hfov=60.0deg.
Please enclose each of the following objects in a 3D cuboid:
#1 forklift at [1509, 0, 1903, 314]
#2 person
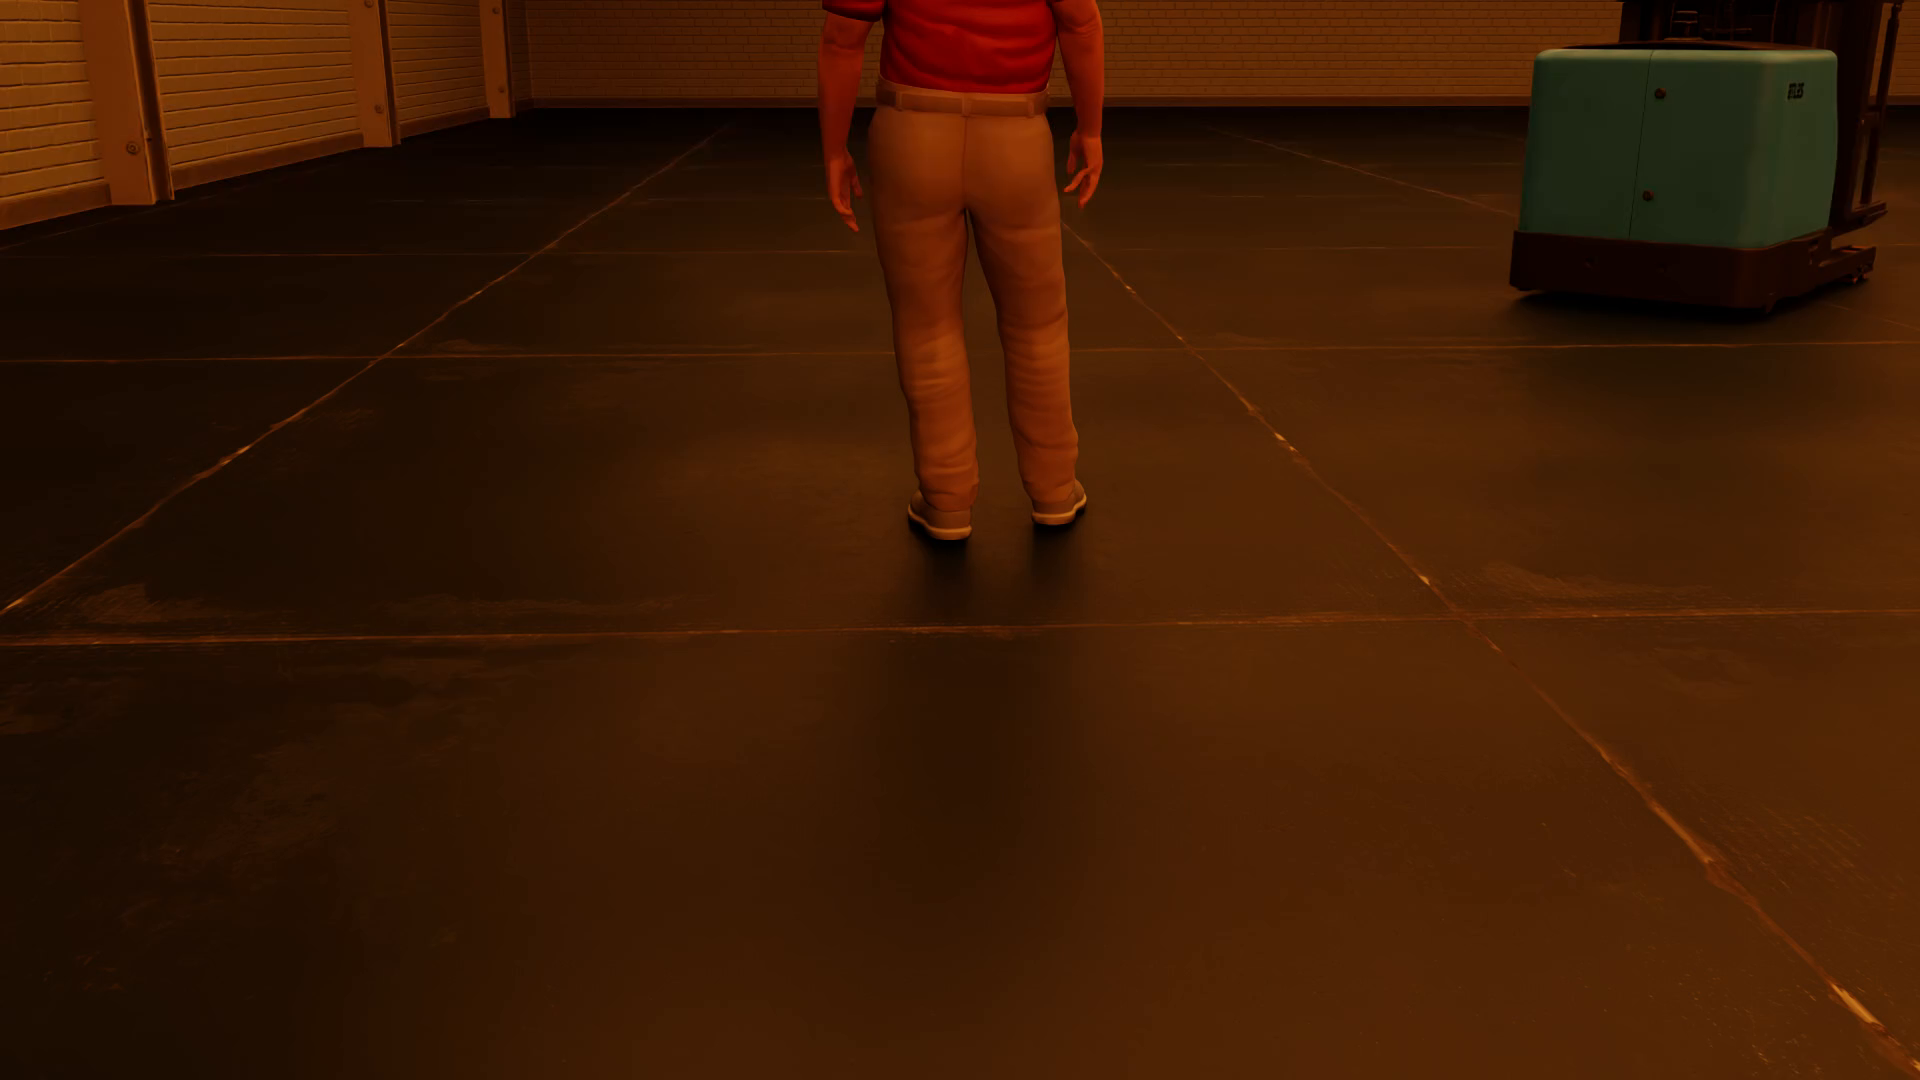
[{"bbox_3d":[3.767,-2.694,7.714,1.130,2.935,3.031,14,22,38],"label":"forklift"},{"bbox_3d":[0.008,-0.860,3.749,0.640,1.727,0.551,-1,17,-3],"label":"person"}]
